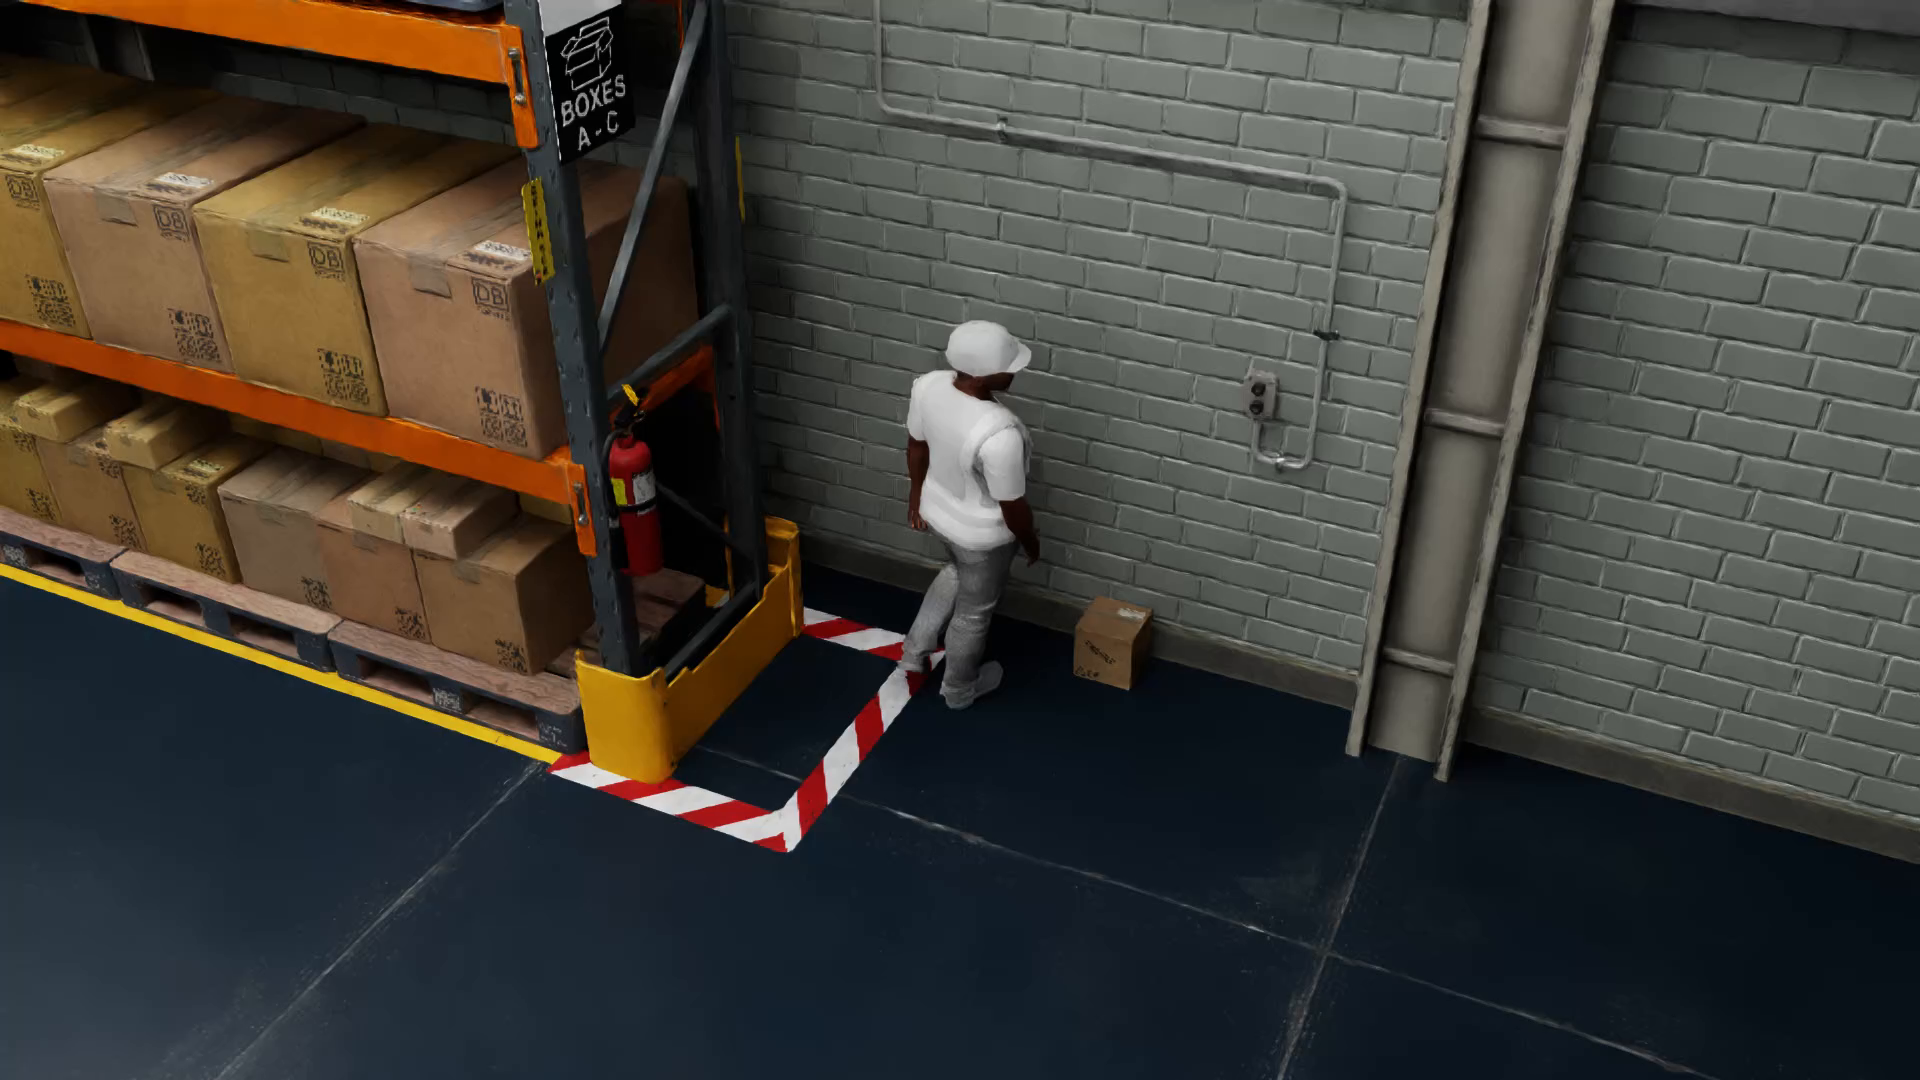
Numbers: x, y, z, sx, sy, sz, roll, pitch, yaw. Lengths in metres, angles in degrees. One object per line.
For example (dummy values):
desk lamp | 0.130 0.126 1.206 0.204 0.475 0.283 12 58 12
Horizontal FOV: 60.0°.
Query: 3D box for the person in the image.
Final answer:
person | 0.038 -0.074 6.227 0.438 1.756 0.649 -23 40 -31
